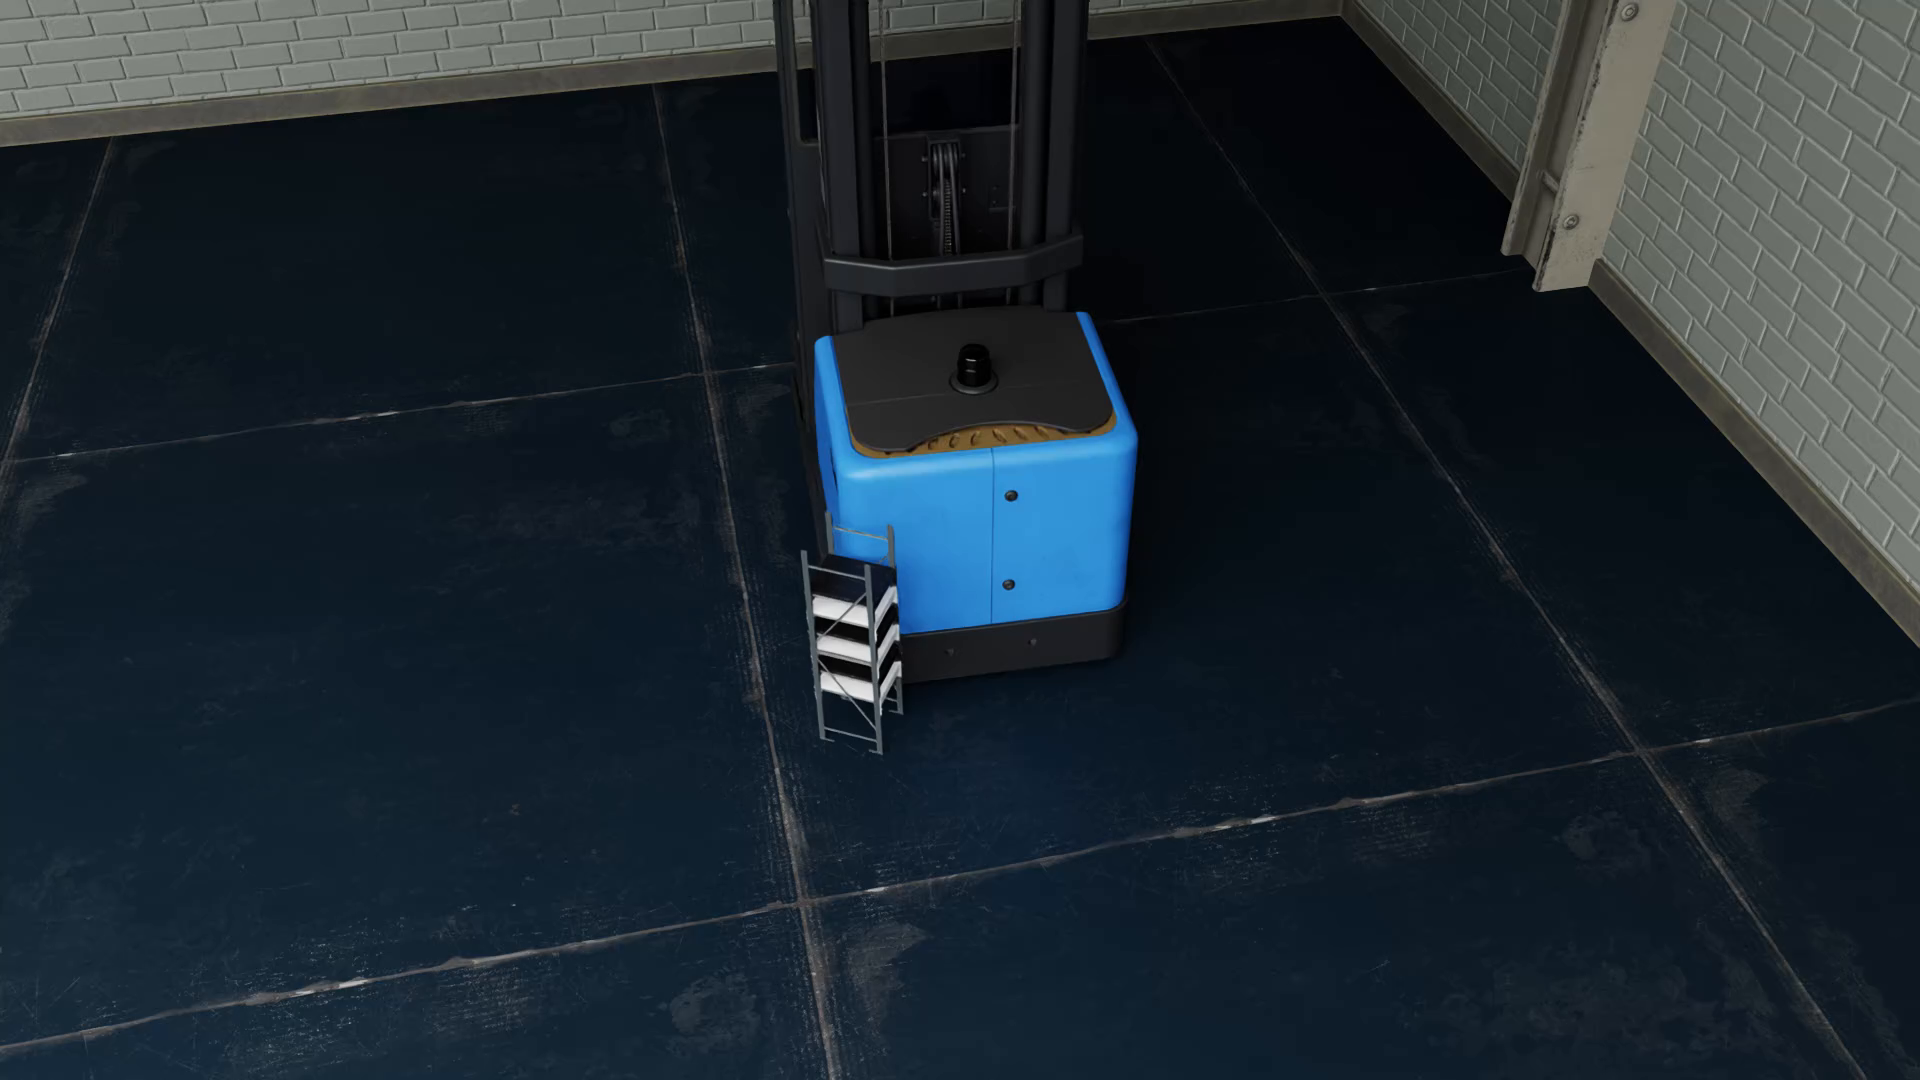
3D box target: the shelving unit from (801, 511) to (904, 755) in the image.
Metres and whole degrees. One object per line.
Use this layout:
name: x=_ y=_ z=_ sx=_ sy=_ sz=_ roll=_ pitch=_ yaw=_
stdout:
shelving unit: x=-0.359 y=0.332 z=5.695 sx=0.258 sy=0.900 sz=0.210 roll=12 pitch=43 yaw=15

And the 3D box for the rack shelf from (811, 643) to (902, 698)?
rack shelf: x=-0.357 y=0.425 z=5.776 sx=0.258 sy=0.077 sz=0.200 roll=12 pitch=43 yaw=15

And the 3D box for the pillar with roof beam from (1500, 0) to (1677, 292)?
pillar with roof beam: x=-1.284 y=-4.108 z=4.600 sx=9.100 sy=9.000 sz=0.400 roll=-8 pitch=42 yaw=-9

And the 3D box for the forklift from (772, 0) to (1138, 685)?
forklift: x=-0.140 y=-1.546 z=6.283 sx=1.130 sy=2.935 sz=3.031 roll=-6 pitch=42 yaw=-7

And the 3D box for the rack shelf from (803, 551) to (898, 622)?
rack shelf: x=-0.363 y=0.154 z=5.539 sx=0.258 sy=0.077 sz=0.200 roll=12 pitch=43 yaw=15

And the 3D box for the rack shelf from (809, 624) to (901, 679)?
rack shelf: x=-0.359 y=0.357 z=5.717 sx=0.258 sy=0.077 sz=0.200 roll=12 pitch=43 yaw=15

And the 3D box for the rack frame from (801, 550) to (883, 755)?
rack frame: x=-0.392 y=0.396 z=5.623 sx=0.240 sy=0.900 sz=0.006 roll=12 pitch=43 yaw=15

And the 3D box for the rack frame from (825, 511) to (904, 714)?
rack frame: x=-0.326 y=0.268 z=5.767 sx=0.240 sy=0.900 sz=0.006 roll=12 pitch=43 yaw=15

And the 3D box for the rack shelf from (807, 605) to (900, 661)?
rack shelf: x=-0.360 y=0.289 z=5.658 sx=0.258 sy=0.077 sz=0.200 roll=12 pitch=43 yaw=15

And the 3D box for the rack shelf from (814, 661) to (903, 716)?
rack shelf: x=-0.356 y=0.492 z=5.836 sx=0.258 sy=0.077 sz=0.200 roll=12 pitch=43 yaw=15

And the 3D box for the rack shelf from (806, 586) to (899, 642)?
rack shelf: x=-0.361 y=0.222 z=5.598 sx=0.258 sy=0.077 sz=0.200 roll=12 pitch=43 yaw=15
